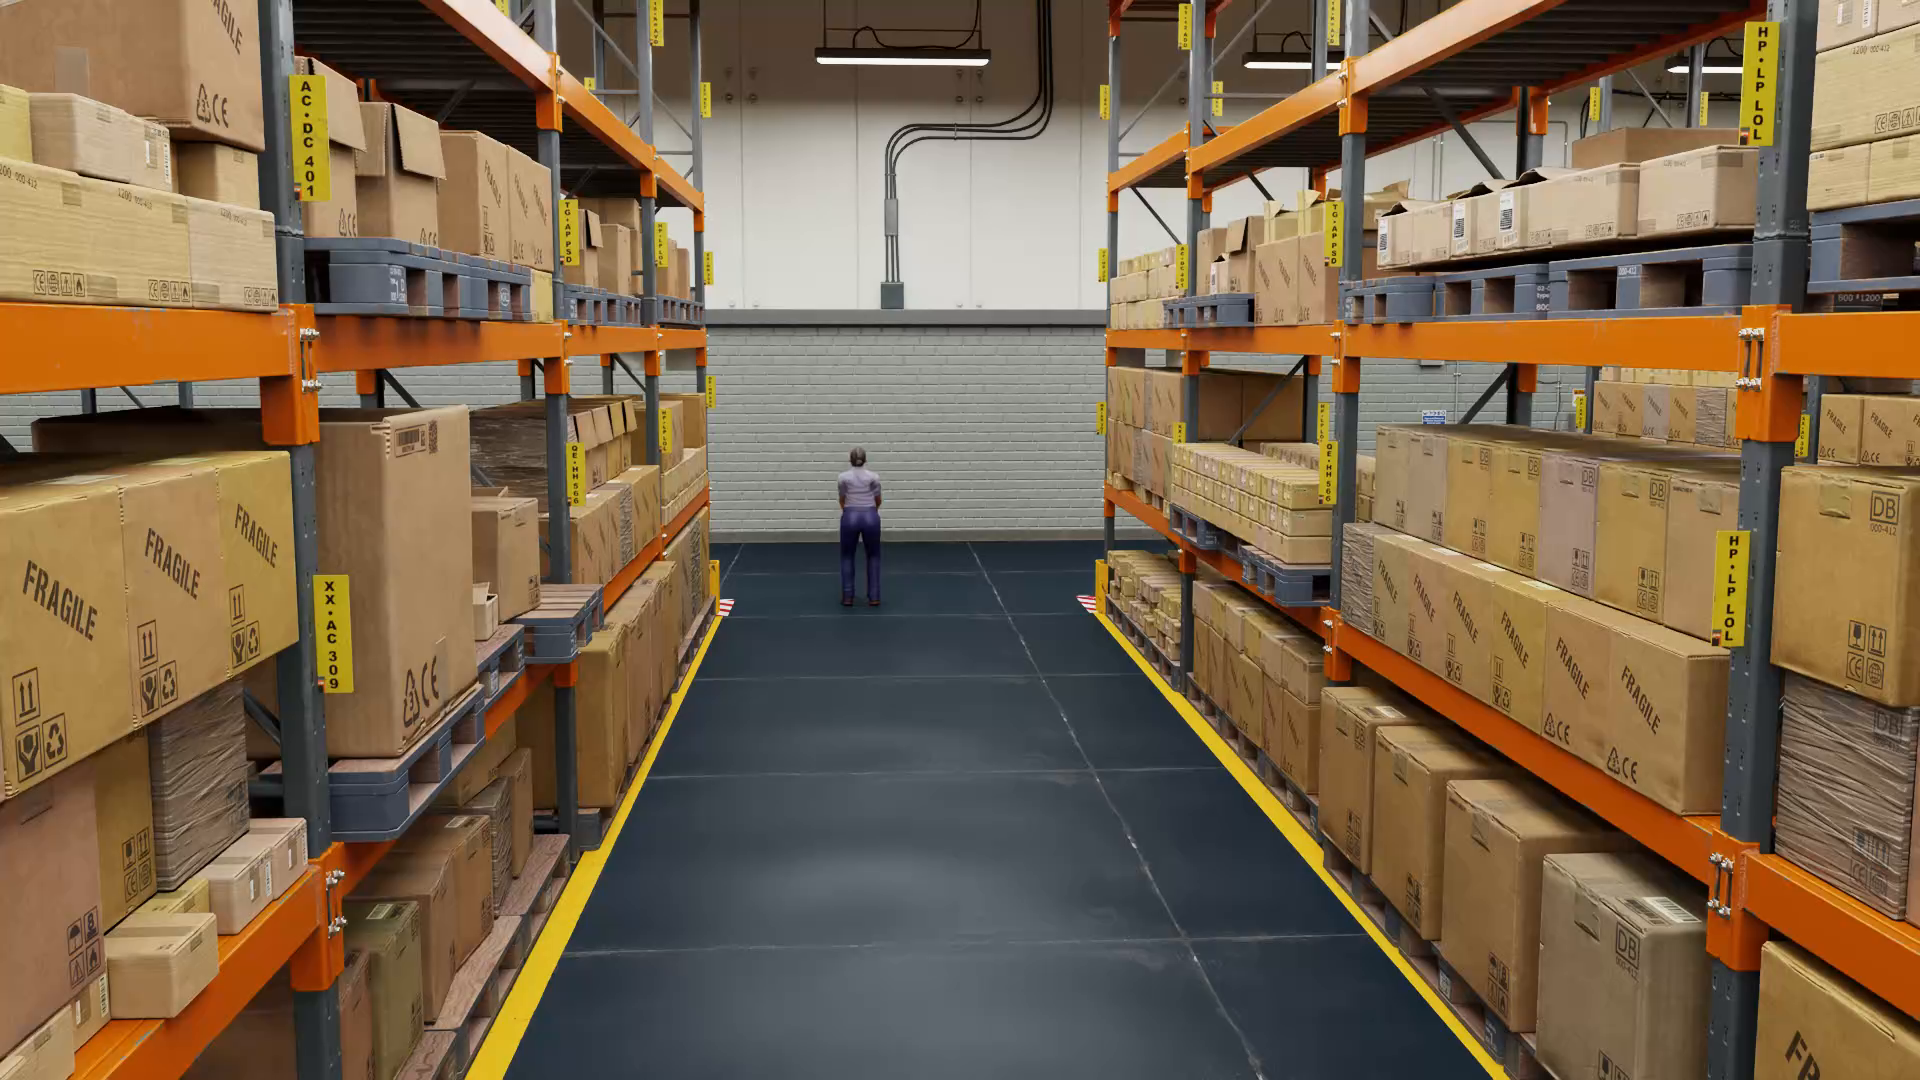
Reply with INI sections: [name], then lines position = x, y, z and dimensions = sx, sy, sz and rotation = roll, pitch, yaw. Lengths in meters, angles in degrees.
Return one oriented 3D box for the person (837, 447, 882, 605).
[person]
position = -1.032, -0.151, 17.121
dimensions = 0.452, 1.629, 0.518
rotation = 0, 7, -3
